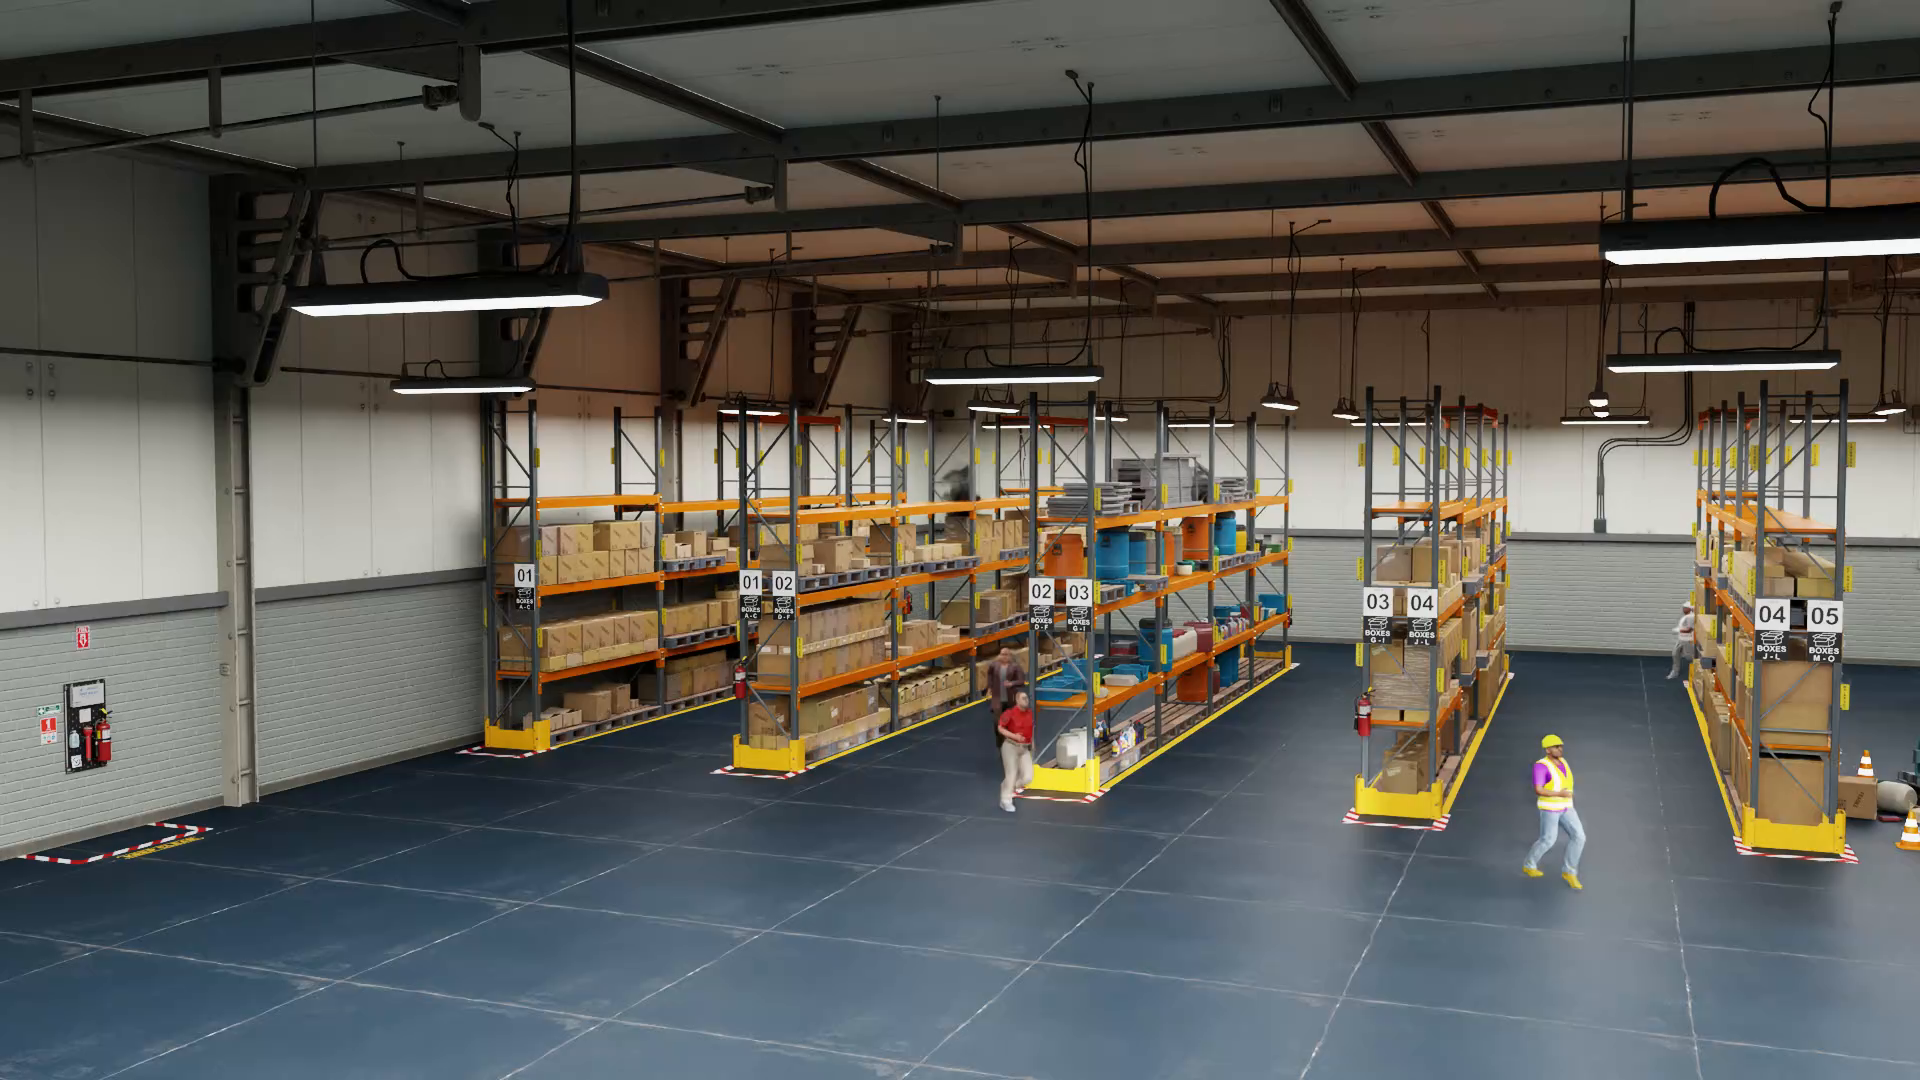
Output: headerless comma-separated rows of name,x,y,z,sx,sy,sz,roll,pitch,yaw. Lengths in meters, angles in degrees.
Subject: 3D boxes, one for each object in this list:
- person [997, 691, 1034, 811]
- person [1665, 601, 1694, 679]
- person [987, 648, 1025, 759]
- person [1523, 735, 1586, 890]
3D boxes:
person,0.860,2.998,23.702,0.679,1.673,0.632,-2,3,-33
person,16.421,2.279,37.520,0.818,1.799,0.686,0,3,9
person,0.766,2.729,28.029,0.666,1.847,0.937,0,3,7
person,6.986,3.178,19.519,0.707,1.802,0.757,-2,3,-29
